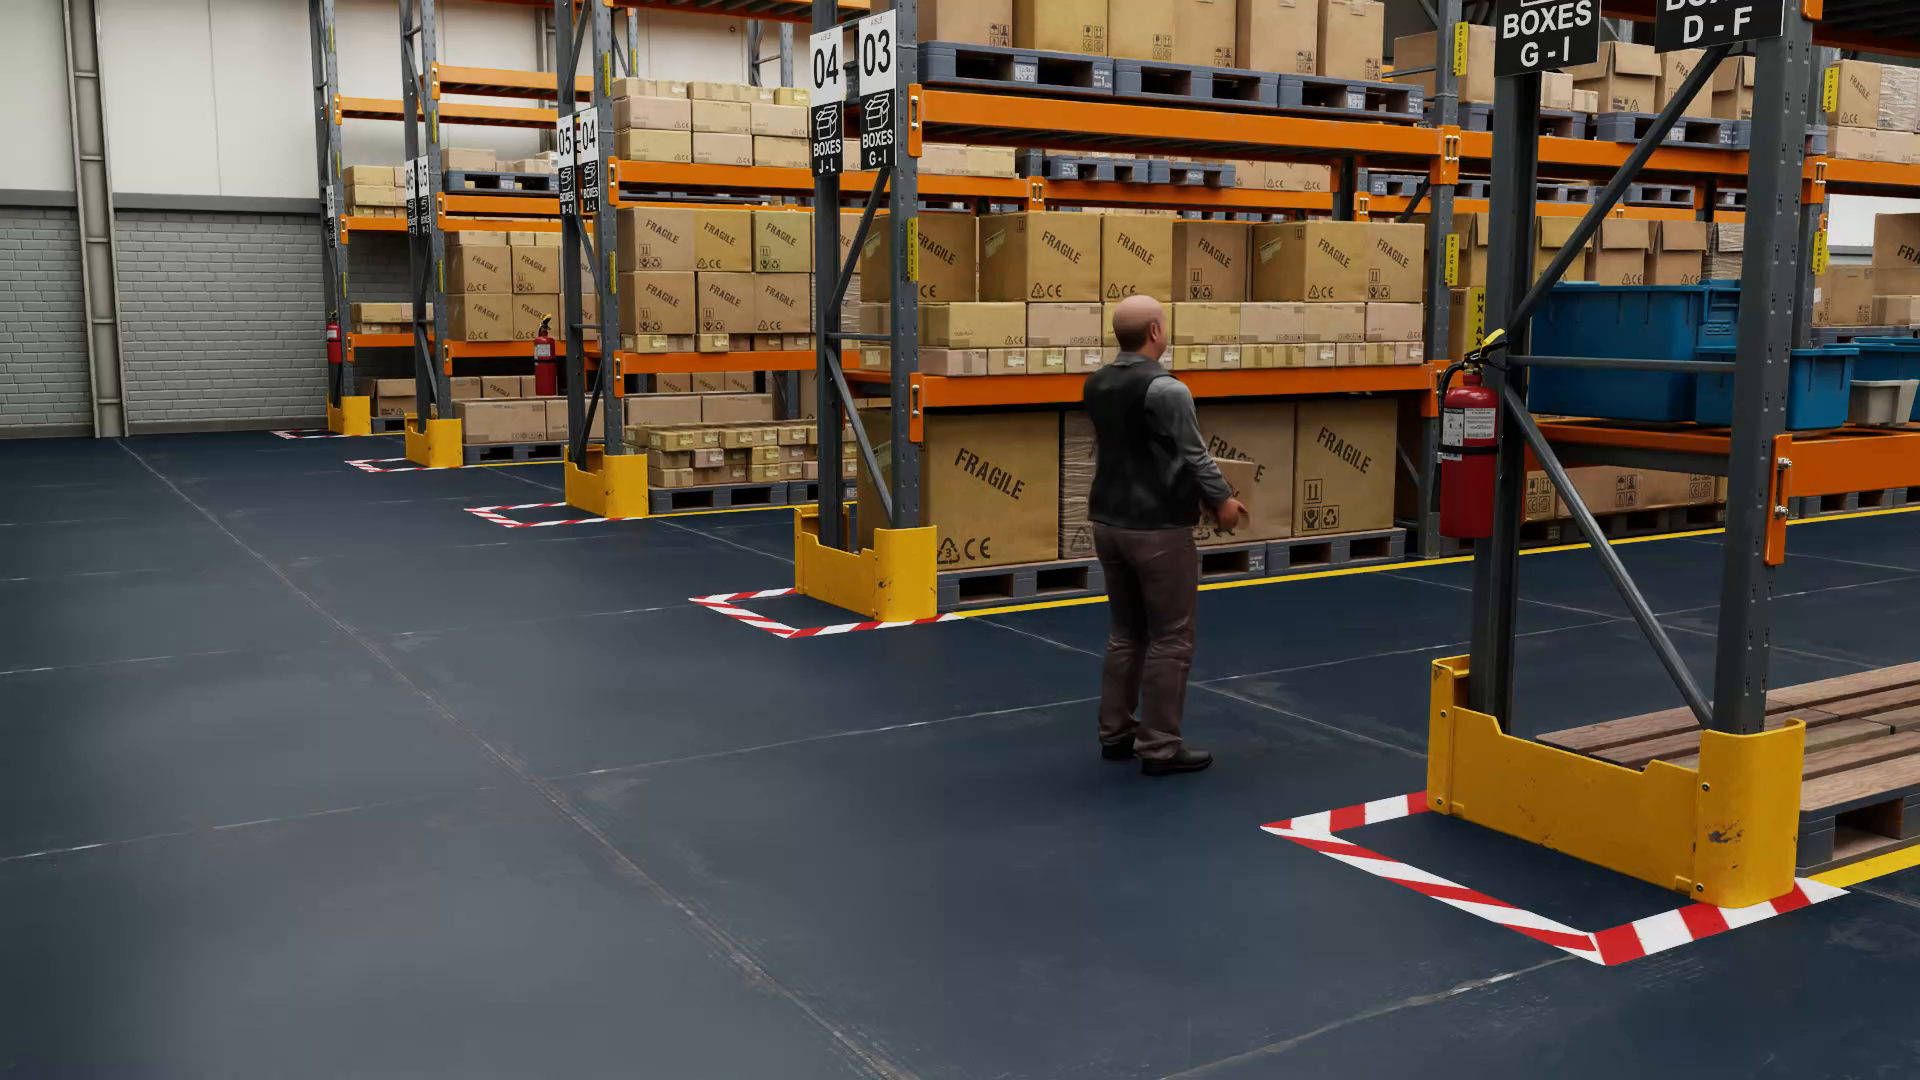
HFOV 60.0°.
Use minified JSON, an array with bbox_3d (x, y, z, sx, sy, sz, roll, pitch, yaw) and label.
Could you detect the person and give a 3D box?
[{"bbox_3d":[0.754,-0.033,6.136,0.547,1.722,0.508,-5,9,-31],"label":"person"}]
